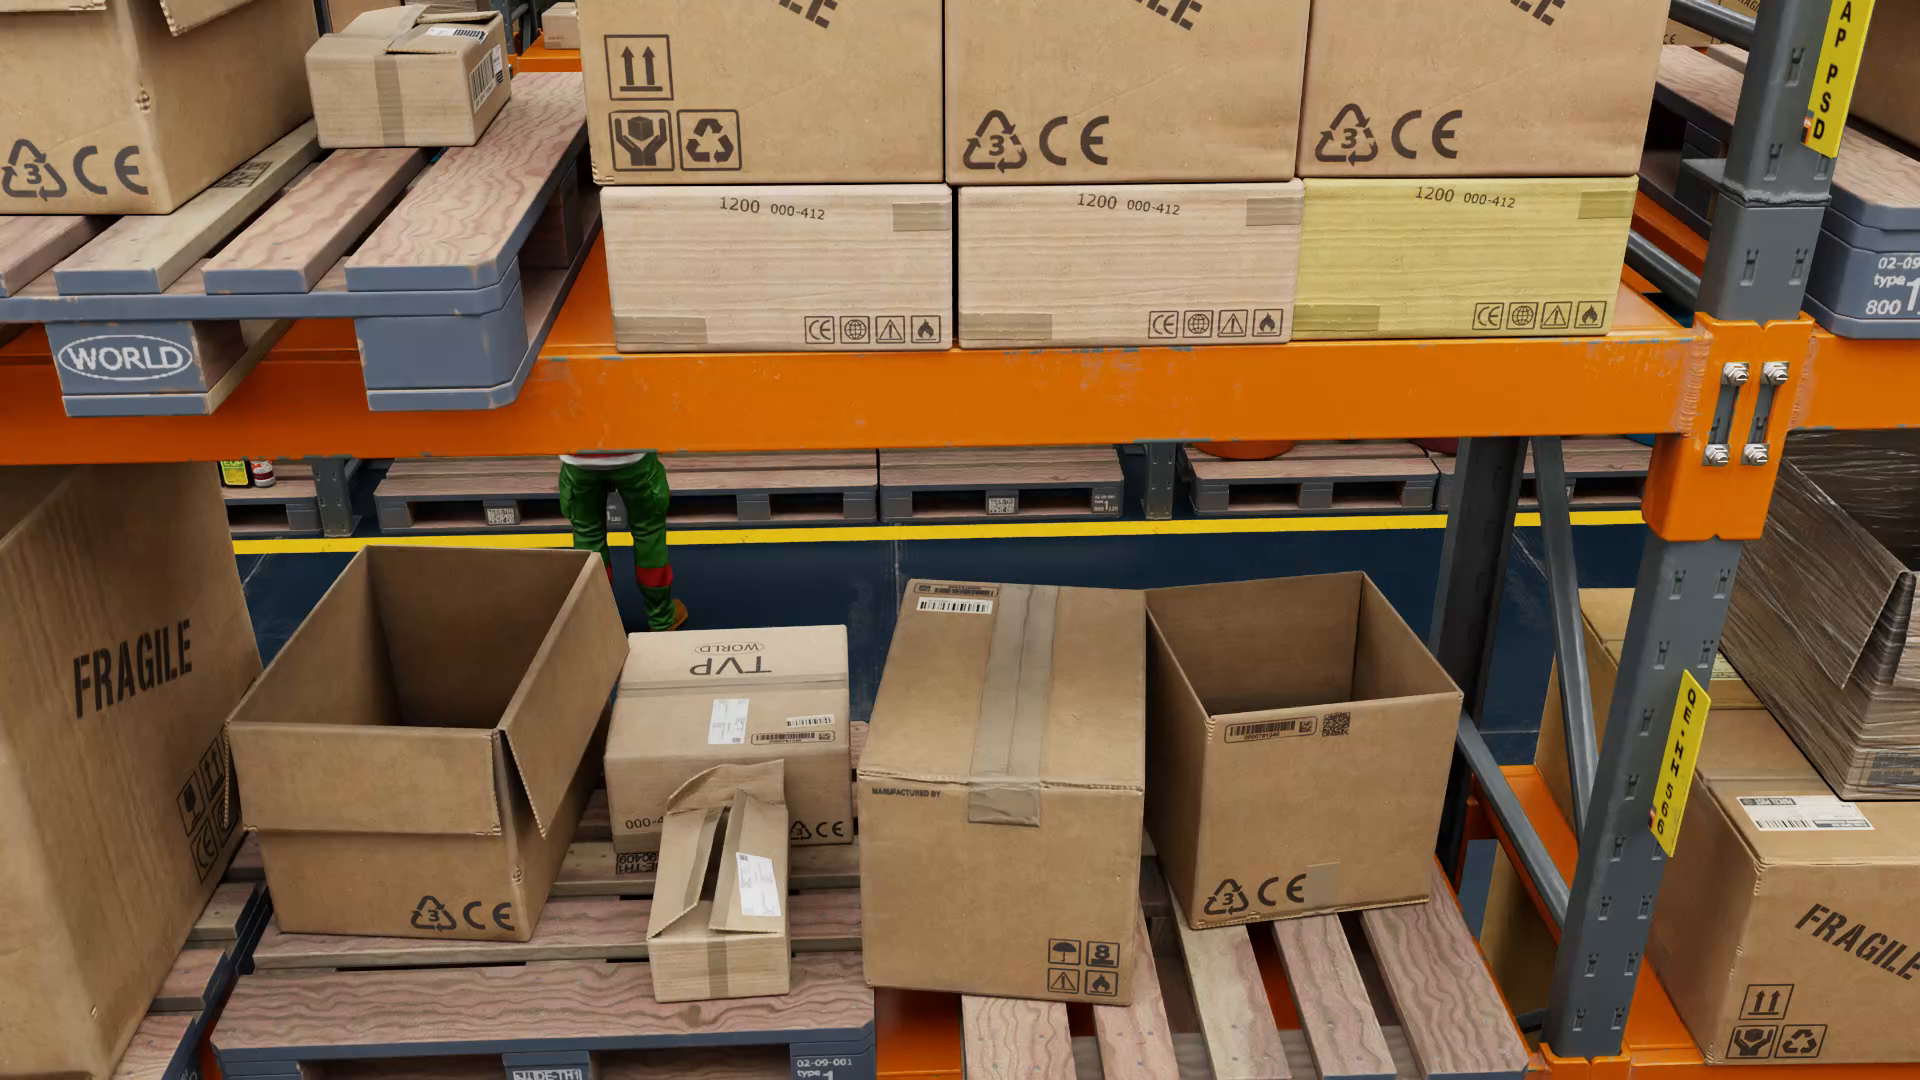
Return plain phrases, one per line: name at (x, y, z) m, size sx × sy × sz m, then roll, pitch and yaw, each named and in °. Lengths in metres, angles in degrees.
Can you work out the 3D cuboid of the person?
person at (-1.456, -0.387, 6.852) m, size 0.568 × 1.779 × 0.435 m, roll -2°, pitch 27°, yaw -4°
